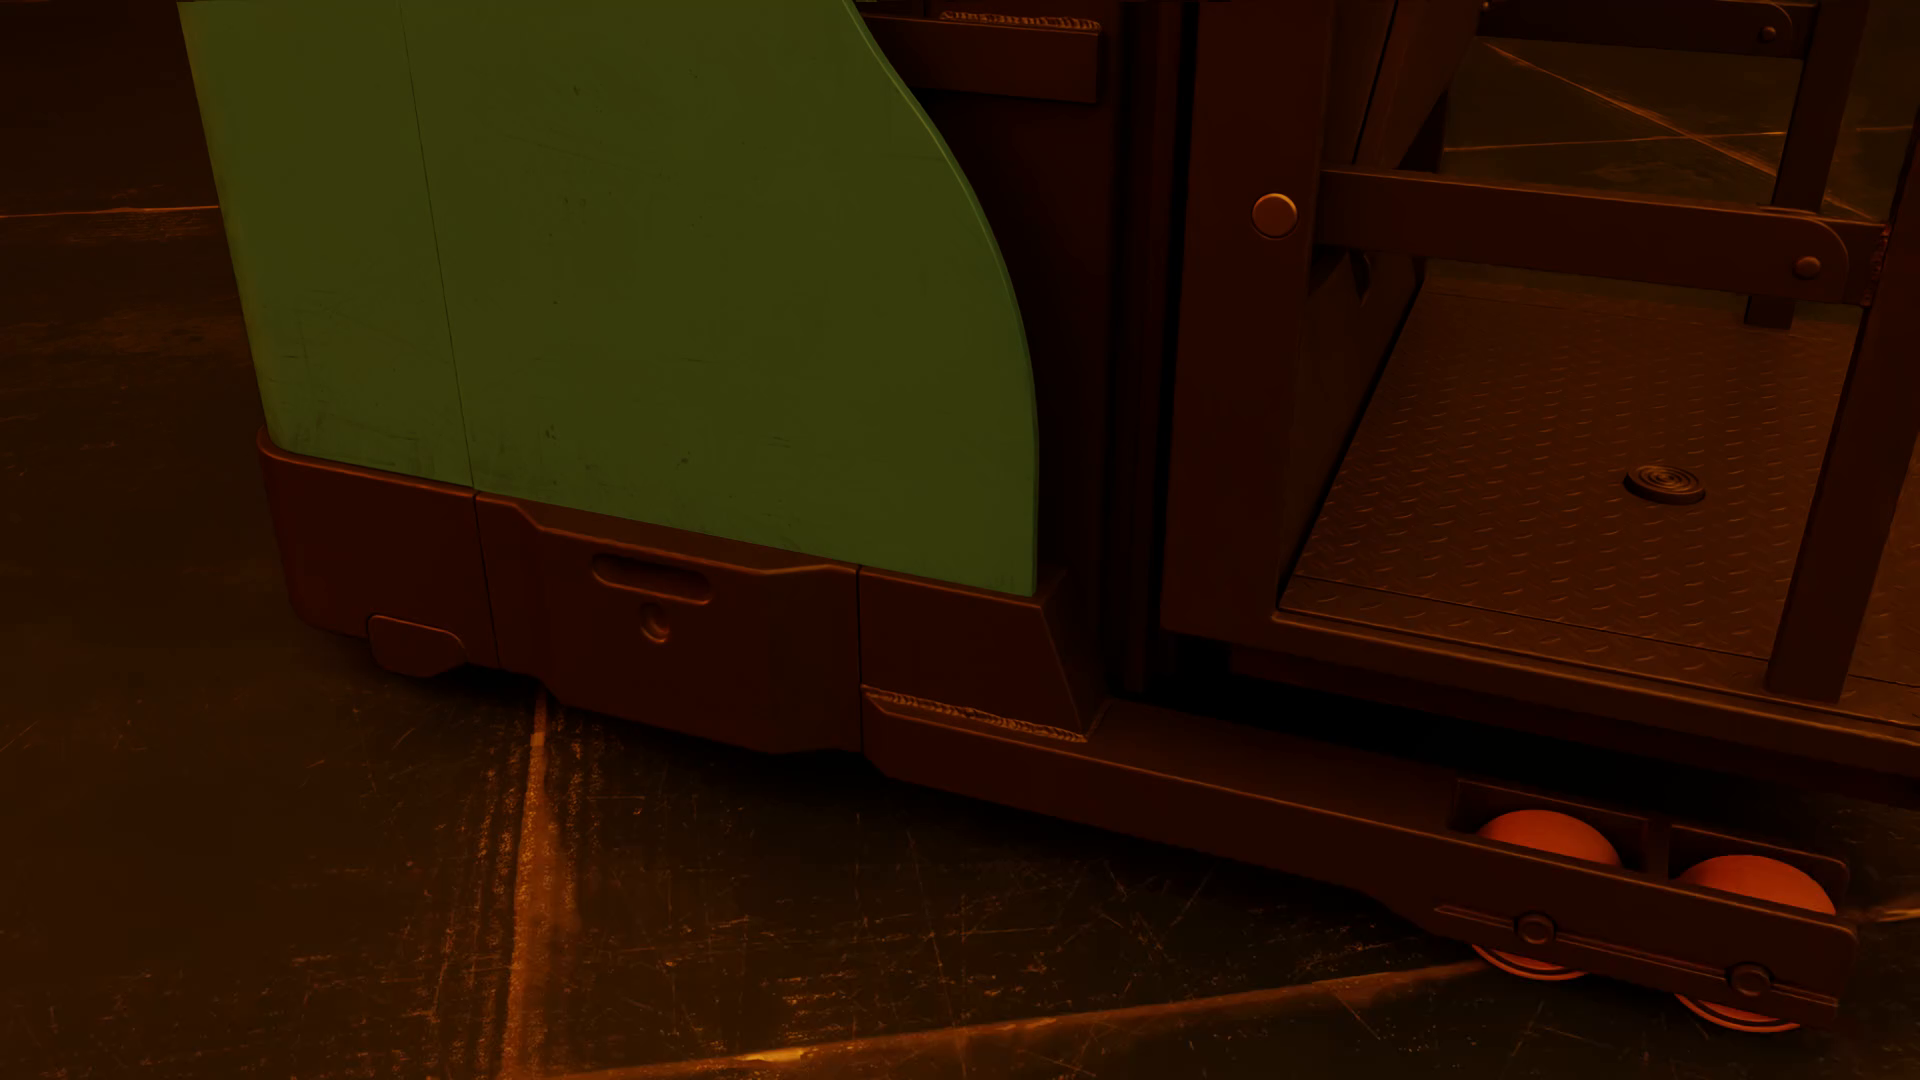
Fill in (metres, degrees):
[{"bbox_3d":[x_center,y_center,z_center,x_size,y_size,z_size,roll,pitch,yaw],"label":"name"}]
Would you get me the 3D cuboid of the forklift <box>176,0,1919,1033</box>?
[{"bbox_3d":[0.684,-1.104,1.453,3.031,2.935,1.130,10,30,19],"label":"forklift"}]
